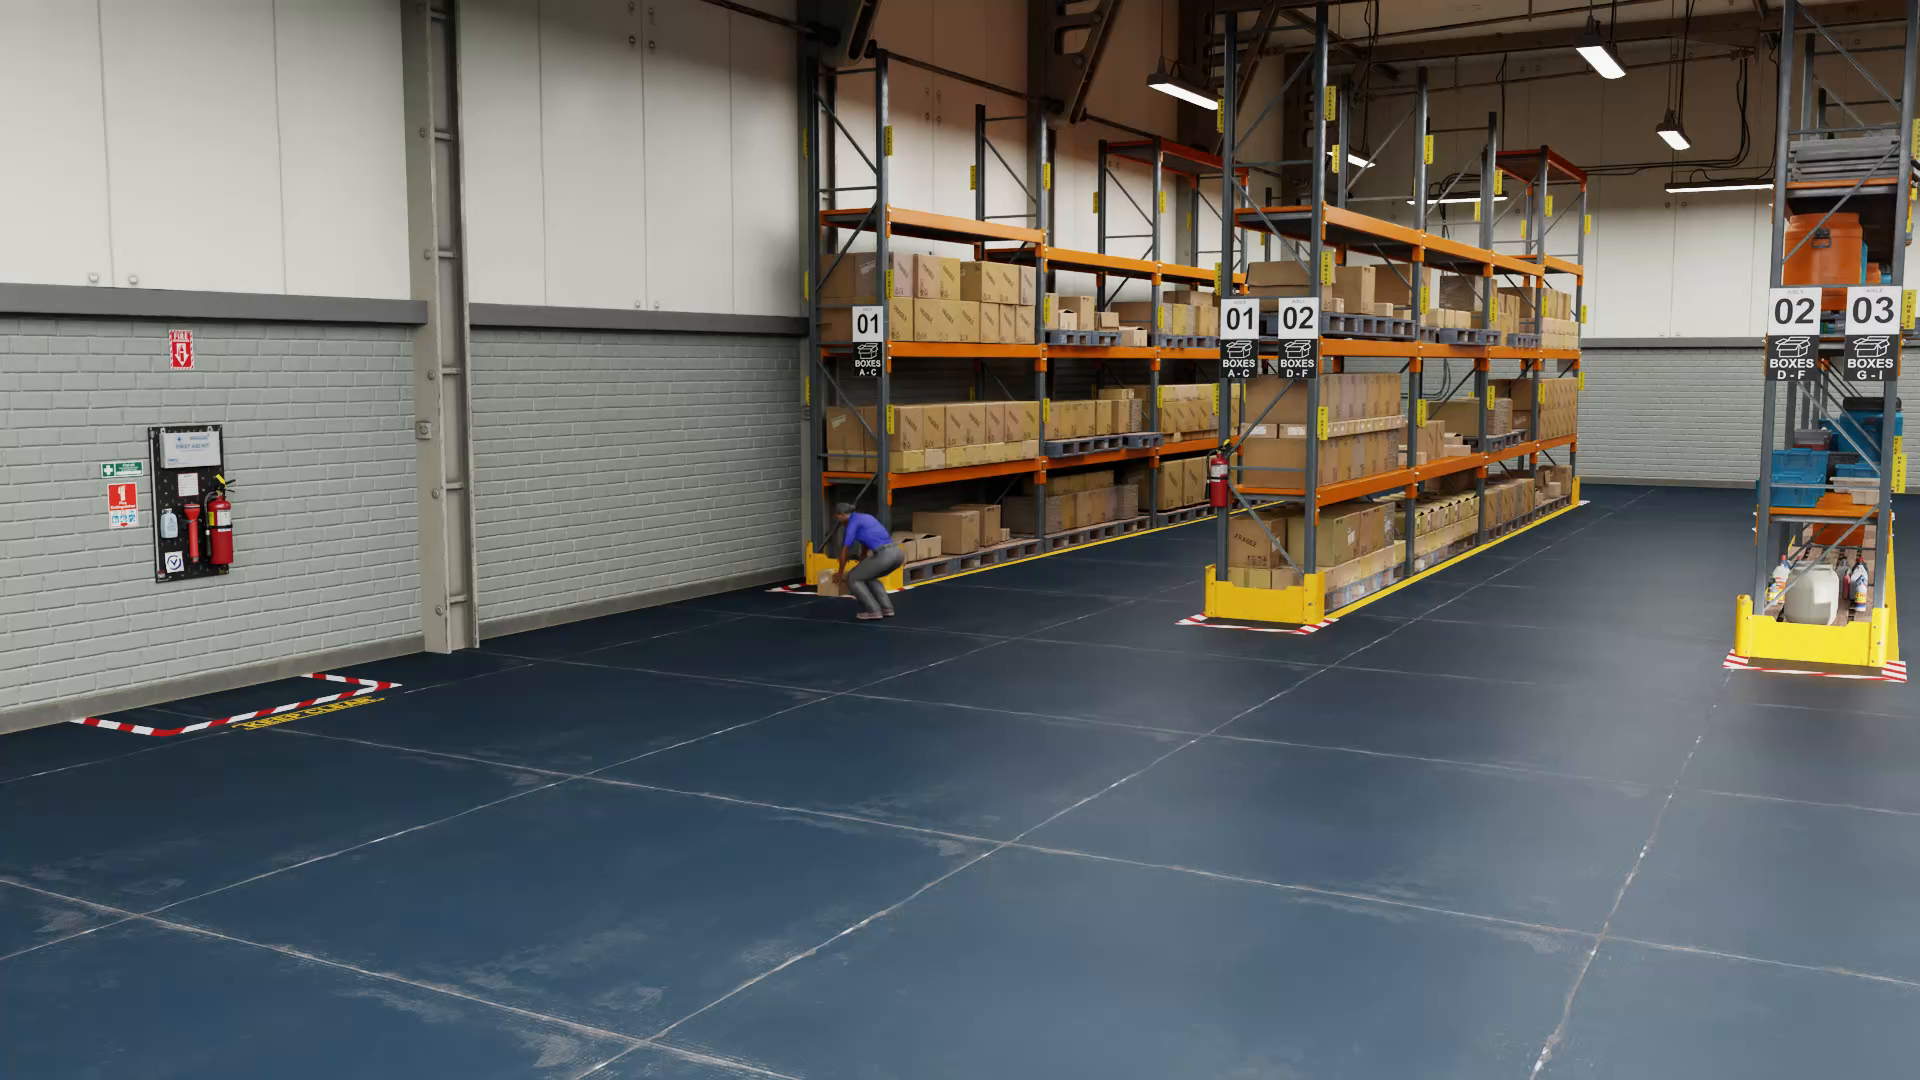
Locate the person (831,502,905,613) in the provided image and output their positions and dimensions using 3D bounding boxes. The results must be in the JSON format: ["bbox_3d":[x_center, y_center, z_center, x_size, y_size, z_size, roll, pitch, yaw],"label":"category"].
[{"bbox_3d":[-0.939,0.179,16.790,0.726,1.112,0.501,3,7,29],"label":"person"}]
